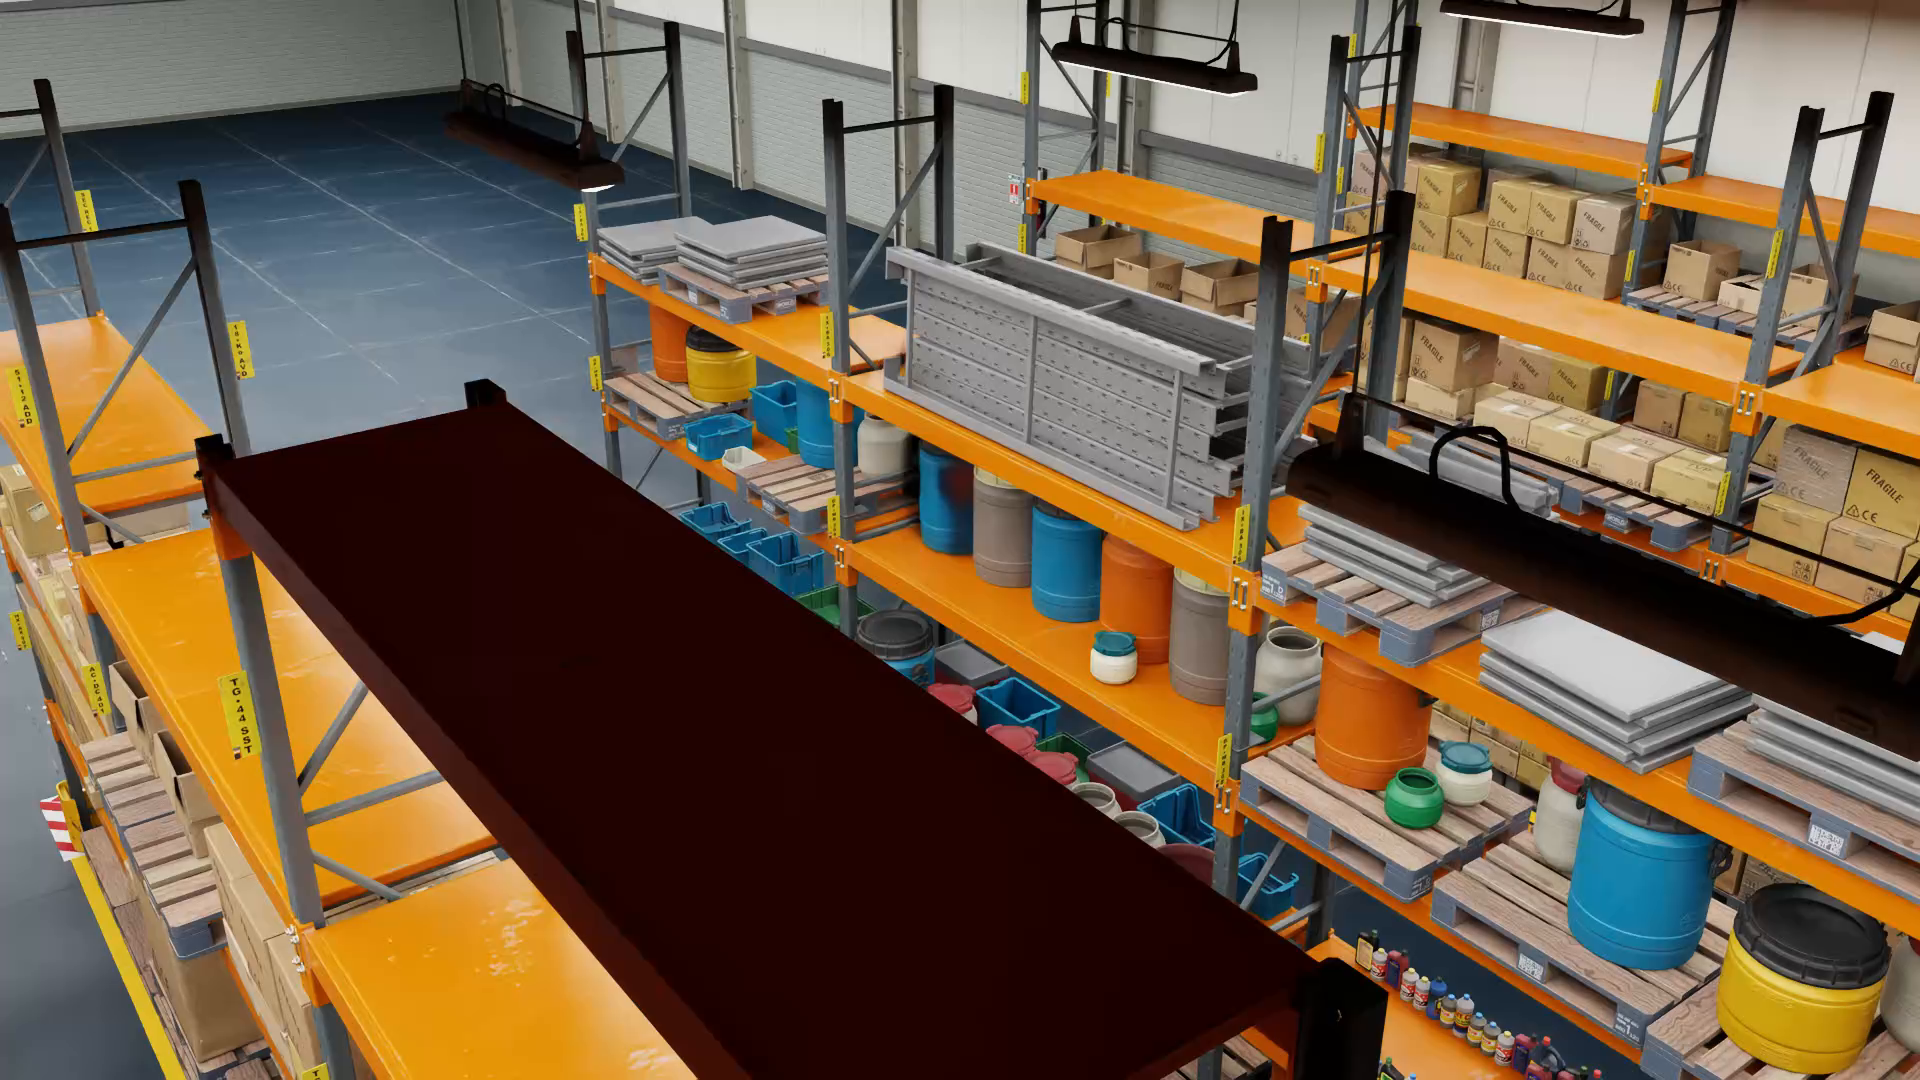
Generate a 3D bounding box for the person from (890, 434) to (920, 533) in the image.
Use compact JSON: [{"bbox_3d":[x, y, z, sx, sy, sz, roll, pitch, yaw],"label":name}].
[{"bbox_3d":[-0.524,-0.416,17.163,0.638,1.706,0.489,18,30,33],"label":"person"}]
